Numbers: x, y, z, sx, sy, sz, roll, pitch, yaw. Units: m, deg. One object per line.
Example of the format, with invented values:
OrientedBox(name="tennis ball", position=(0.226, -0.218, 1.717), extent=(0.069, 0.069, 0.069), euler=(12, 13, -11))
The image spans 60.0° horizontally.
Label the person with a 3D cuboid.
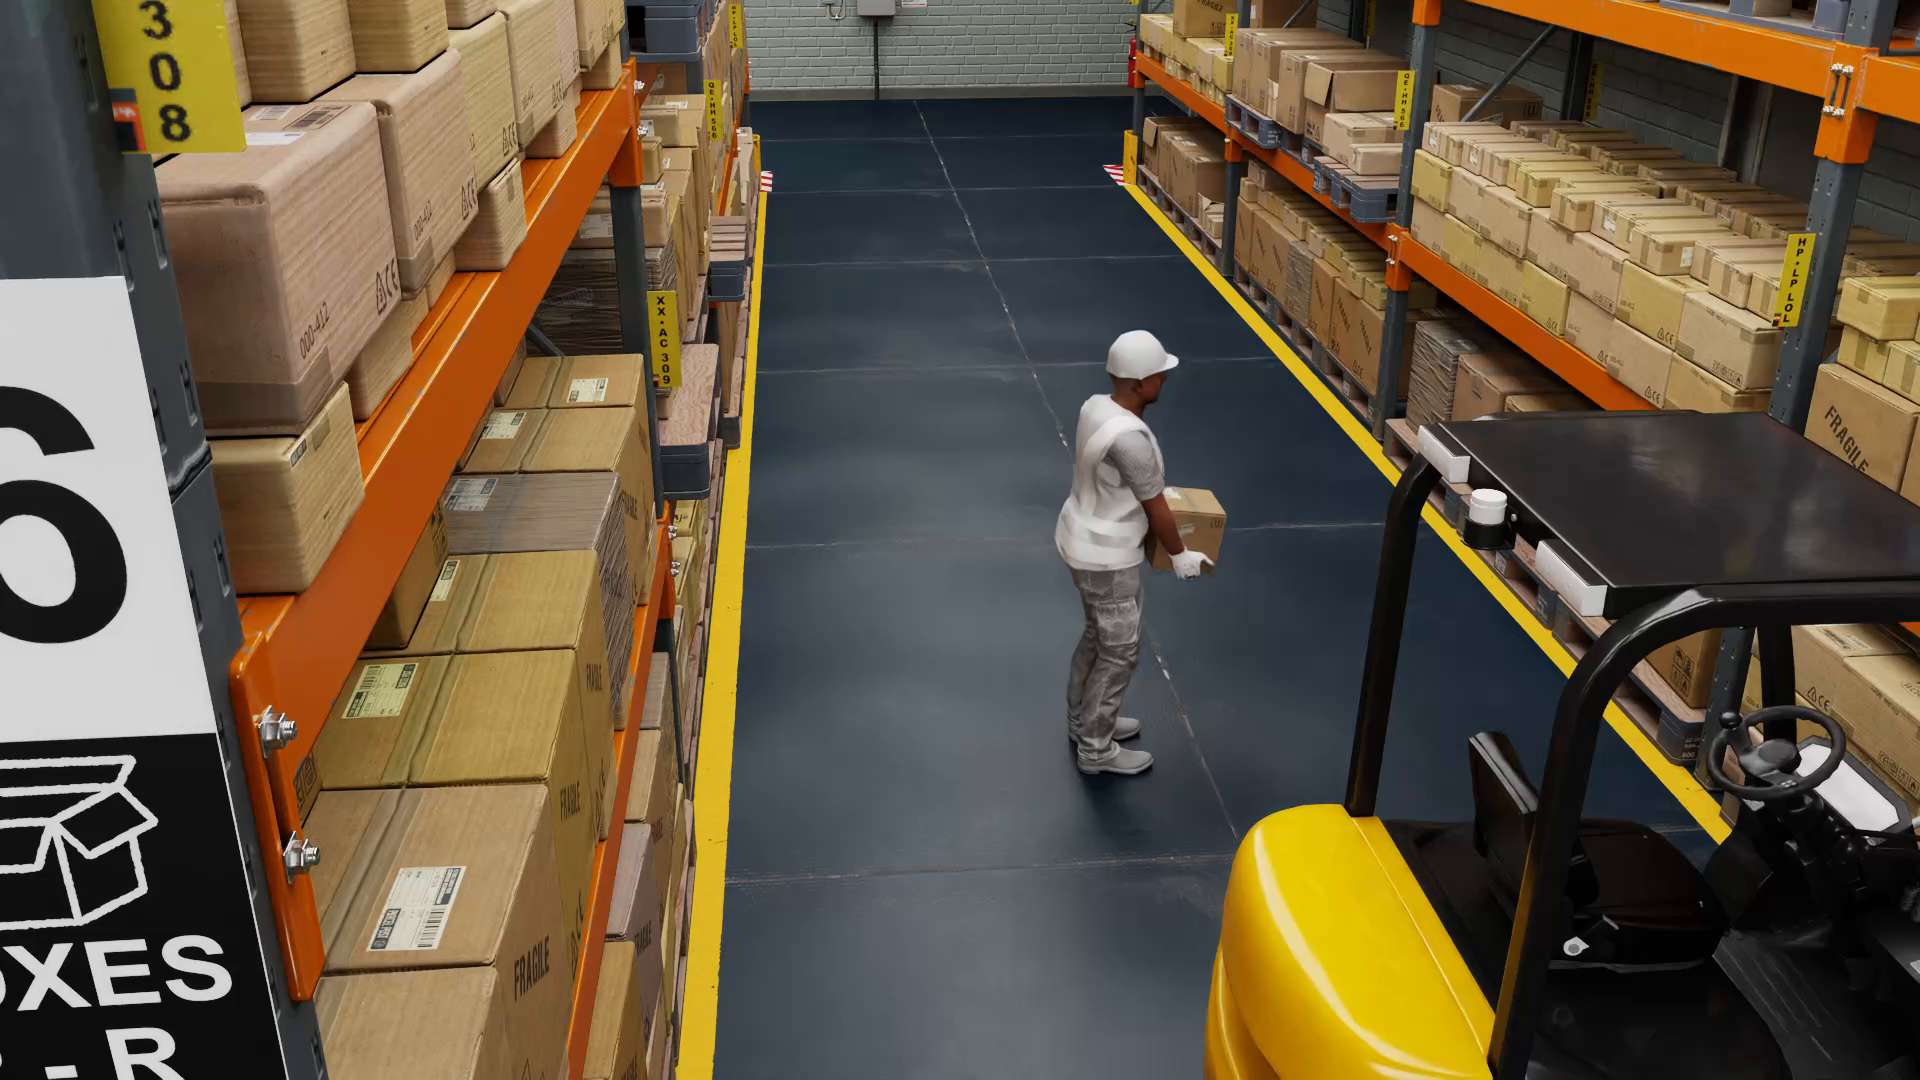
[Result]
OrientedBox(name="person", position=(0.668, 0.043, 6.485), extent=(0.588, 1.773, 0.492), euler=(-3, 24, -6))
